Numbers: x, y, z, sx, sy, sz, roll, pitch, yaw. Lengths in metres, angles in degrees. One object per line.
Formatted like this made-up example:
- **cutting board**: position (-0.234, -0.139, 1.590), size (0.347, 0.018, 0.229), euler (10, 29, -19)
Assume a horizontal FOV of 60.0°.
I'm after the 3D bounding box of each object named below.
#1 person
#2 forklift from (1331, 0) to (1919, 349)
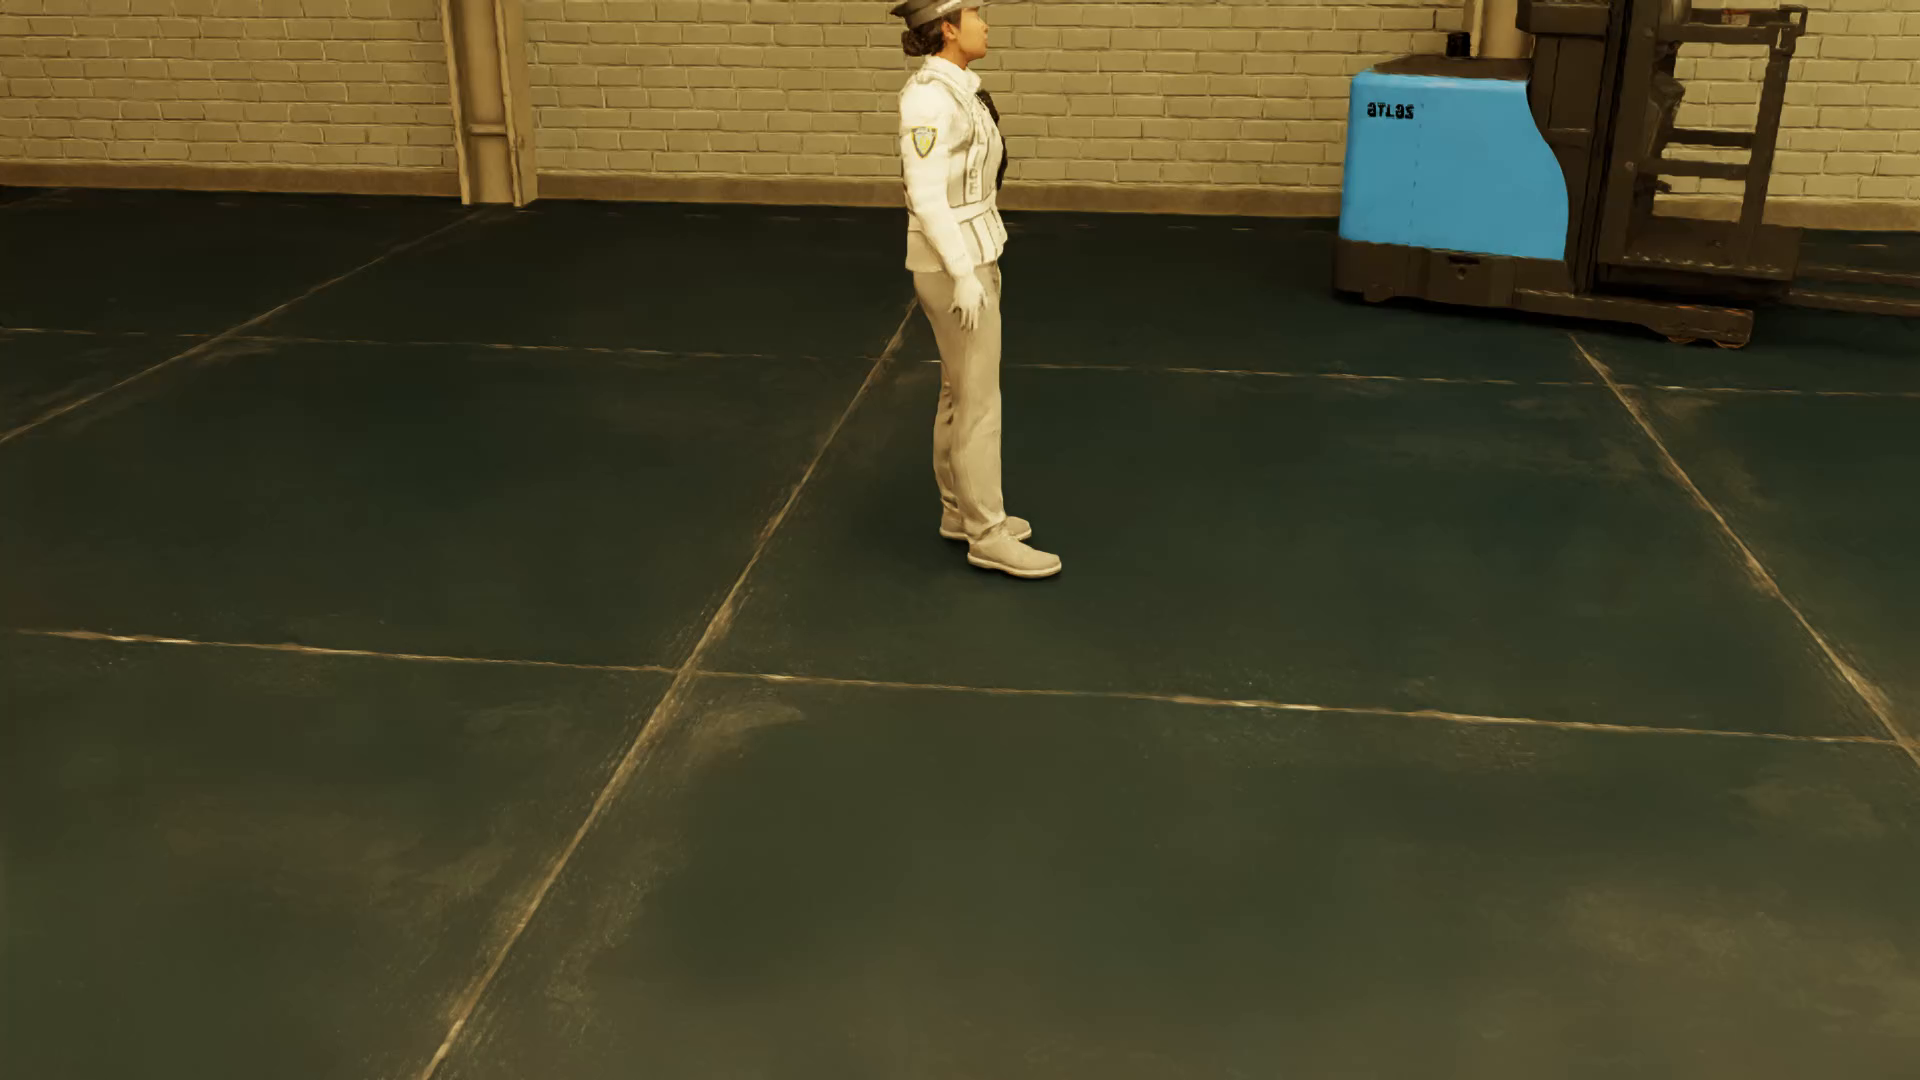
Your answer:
- **person**: position (0.066, -0.787, 4.843), size (0.533, 1.695, 0.586), euler (3, 22, 7)
- **forklift**: position (3.342, -2.417, 7.256), size (3.031, 2.935, 1.130), euler (11, 24, 25)
